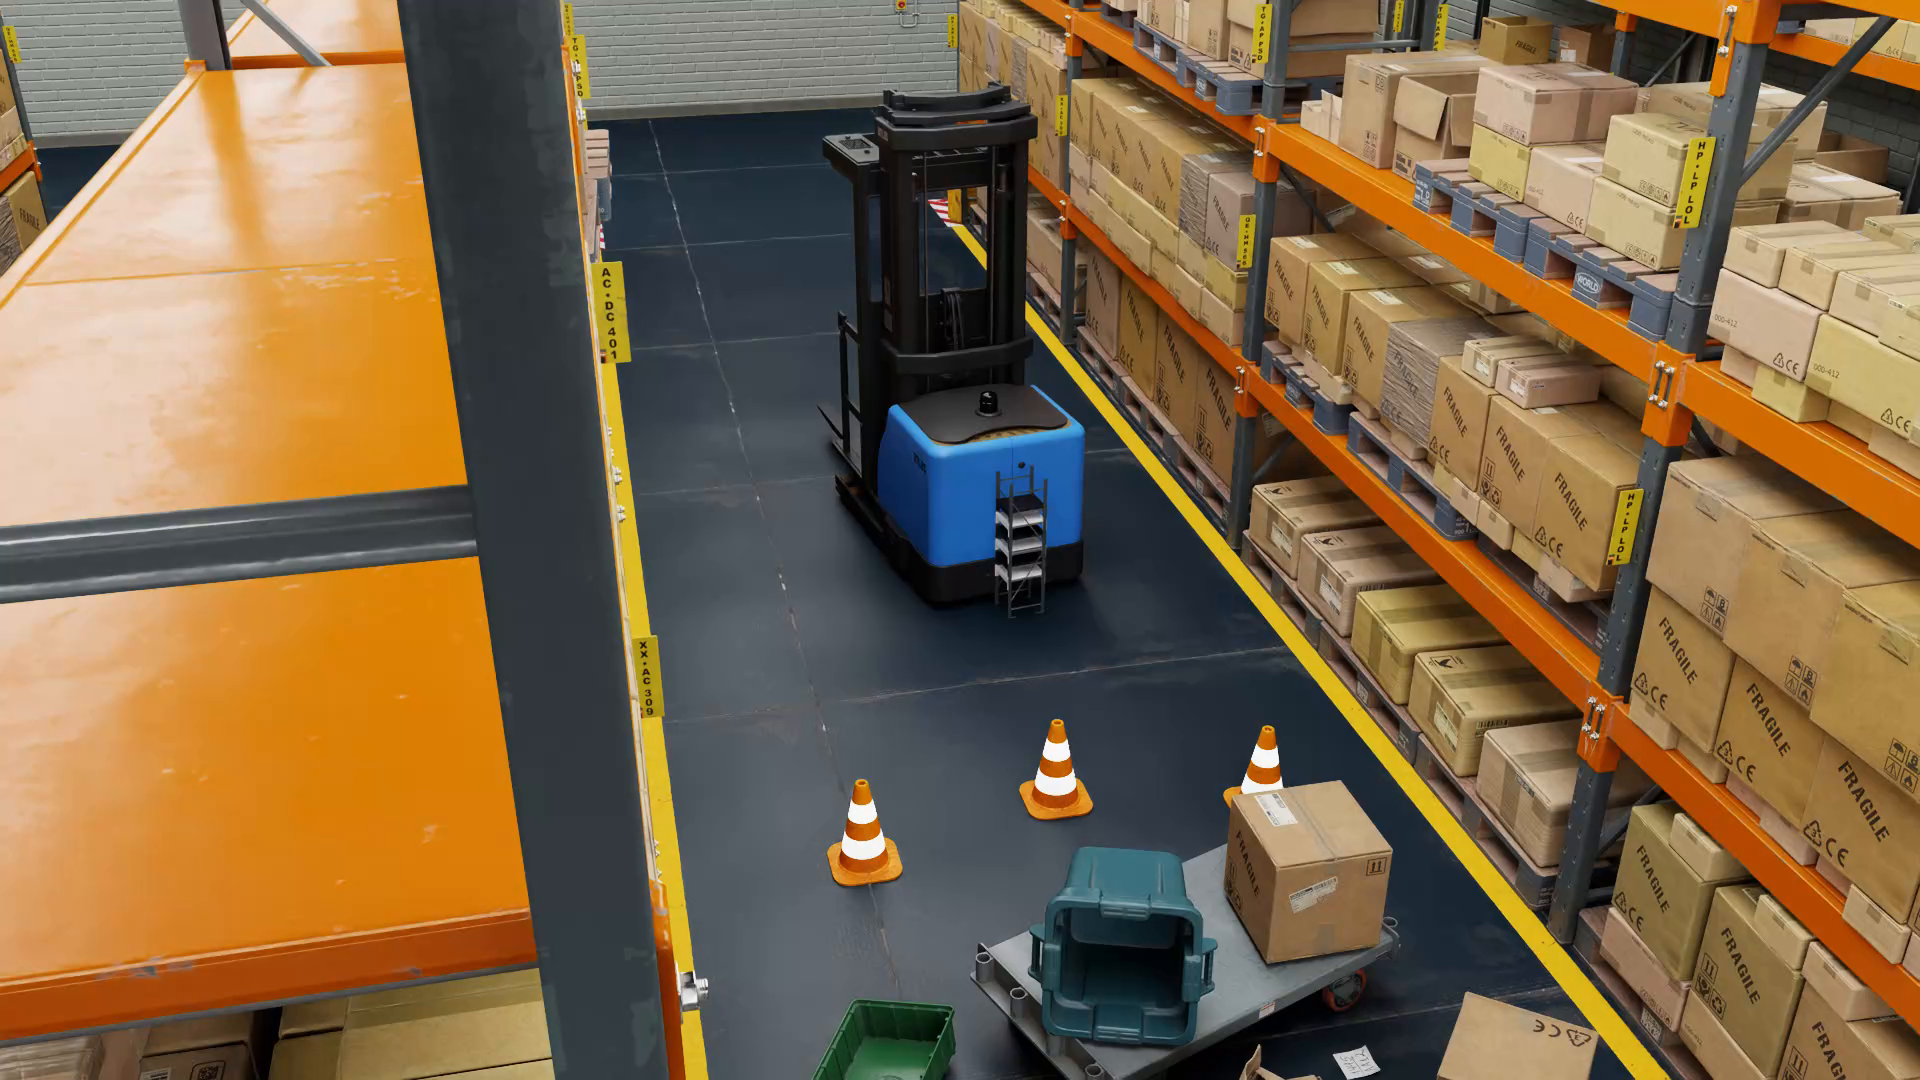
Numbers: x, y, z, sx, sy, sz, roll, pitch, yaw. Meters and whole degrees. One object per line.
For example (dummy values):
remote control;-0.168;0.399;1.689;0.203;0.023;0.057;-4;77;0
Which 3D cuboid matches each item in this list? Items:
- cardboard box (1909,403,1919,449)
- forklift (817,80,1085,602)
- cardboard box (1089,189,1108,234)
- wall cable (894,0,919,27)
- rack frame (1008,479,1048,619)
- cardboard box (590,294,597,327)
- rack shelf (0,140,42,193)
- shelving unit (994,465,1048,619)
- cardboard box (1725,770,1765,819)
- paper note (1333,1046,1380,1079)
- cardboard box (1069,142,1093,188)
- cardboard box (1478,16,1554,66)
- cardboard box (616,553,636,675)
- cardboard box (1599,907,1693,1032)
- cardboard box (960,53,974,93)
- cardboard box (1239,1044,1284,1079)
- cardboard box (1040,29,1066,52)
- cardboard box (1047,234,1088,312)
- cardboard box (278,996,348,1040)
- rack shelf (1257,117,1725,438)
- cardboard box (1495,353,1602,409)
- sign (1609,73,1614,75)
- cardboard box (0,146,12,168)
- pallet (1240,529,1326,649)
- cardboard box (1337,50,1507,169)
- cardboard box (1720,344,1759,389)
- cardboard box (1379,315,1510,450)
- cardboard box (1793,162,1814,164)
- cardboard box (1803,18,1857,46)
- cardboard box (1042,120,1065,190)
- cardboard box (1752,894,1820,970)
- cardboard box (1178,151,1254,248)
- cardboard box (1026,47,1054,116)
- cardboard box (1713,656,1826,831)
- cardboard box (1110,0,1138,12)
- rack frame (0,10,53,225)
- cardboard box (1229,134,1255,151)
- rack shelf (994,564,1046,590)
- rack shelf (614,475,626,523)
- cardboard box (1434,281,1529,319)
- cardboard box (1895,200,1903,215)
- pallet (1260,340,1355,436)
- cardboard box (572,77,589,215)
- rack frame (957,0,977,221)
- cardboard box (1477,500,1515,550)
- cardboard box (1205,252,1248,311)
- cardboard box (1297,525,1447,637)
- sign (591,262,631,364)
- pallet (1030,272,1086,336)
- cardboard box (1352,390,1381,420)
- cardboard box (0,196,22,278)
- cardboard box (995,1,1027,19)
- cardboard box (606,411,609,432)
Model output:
cardboard box;3.229;-0.327;4.923;0.500;0.250;0.500;-6;27;-11
forklift;-0.227;-1.573;10.961;1.130;2.935;3.031;-10;28;-19
cardboard box;1.329;-2.588;13.061;0.500;0.250;0.500;-7;28;-13
wall cable;-0.826;-7.799;22.056;0.585;1.953;0.123;-6;27;-12
rack frame;0.404;0.060;9.979;0.240;0.900;0.006;-10;28;-19
cardboard box;-1.123;-0.509;4.263;0.380;0.149;0.250;-6;27;-12
rack shelf;-8.737;-2.653;13.821;1.077;0.370;4.000;-6;27;-12
shelving unit;0.367;0.017;10.064;0.258;0.900;0.210;-10;28;-19
cardboard box;3.127;0.912;6.239;0.380;0.149;0.250;-6;27;-12
paper note;1.629;2.141;6.820;0.148;0.019;0.142;-6;27;-12
cardboard box;1.193;-3.036;13.395;0.500;0.250;0.500;-7;28;-13
cardboard box;5.480;-4.879;16.439;0.500;0.500;0.500;-5;27;-10
cardboard box;-0.778;0.161;2.936;0.380;0.149;0.250;-6;27;-12
cardboard box;3.041;1.736;6.913;0.500;0.250;0.500;-7;28;-14
cardboard box;0.296;-4.663;16.895;0.500;0.500;0.500;-6;27;-12
cardboard box;1.264;2.206;6.431;0.396;0.266;0.258;19;32;32
cardboard box;0.914;-4.332;14.410;0.380;0.149;0.250;-6;27;-12
cardboard box;1.332;-2.432;14.964;0.875;0.438;0.875;-6;27;-12
cardboard box;-0.701;0.615;2.479;0.500;0.250;0.500;-6;27;-12
rack shelf;2.721;-1.486;8.181;1.077;0.370;4.000;-6;27;-12
cardboard box;2.679;-0.725;7.578;0.380;0.149;0.250;-7;28;-13
sign;5.677;-3.936;14.604;0.100;0.325;0.005;-6;27;-12
cardboard box;-8.671;-3.392;14.766;0.380;0.149;0.250;-6;27;-11
pallet;2.445;0.242;10.383;1.003;0.211;1.213;-6;27;-12
cardboard box;2.474;-2.313;8.909;0.700;0.500;0.500;-6;27;-12
cardboard box;3.001;-0.653;6.012;0.380;0.149;0.250;-6;27;-12
cardboard box;2.502;-0.809;8.463;0.500;0.500;0.500;-7;28;-14
cardboard box;3.315;-1.569;7.248;0.500;0.250;0.500;-6;27;-12
cardboard box;6.526;-3.765;12.064;0.500;0.250;0.500;-6;27;-12
cardboard box;1.015;-3.324;14.243;0.500;0.500;0.500;-6;27;-11
cardboard box;3.129;1.399;6.030;0.380;0.149;0.250;-5;27;-10
cardboard box;1.775;-2.262;11.028;0.500;0.500;0.500;-5;27;-11
cardboard box;0.887;-3.996;14.463;0.500;0.500;0.500;-6;27;-12
cardboard box;3.135;0.672;5.995;0.500;0.500;0.500;-6;27;-12
cardboard box;1.313;-3.933;12.024;0.380;0.166;0.250;-8;28;-15
rack frame;-9.188;-3.852;15.399;1.000;3.000;0.127;-6;27;-12
cardboard box;2.174;-2.524;11.547;0.500;0.500;0.500;-5;27;-10
rack shelf;0.367;0.207;10.160;0.258;0.077;0.200;-10;28;-19
rack shelf;-1.178;0.817;3.618;1.077;0.370;4.000;-6;27;-12
cardboard box;2.885;-1.092;9.024;0.500;0.500;0.500;-8;28;-15
cardboard box;6.552;-2.402;12.228;0.500;0.250;0.500;-7;28;-14
pallet;2.534;-0.958;9.879;1.213;0.211;1.003;-6;27;-12
cardboard box;-1.865;-1.680;7.079;0.500;0.500;0.500;-6;27;-12
rack frame;0.467;-4.858;17.392;1.000;3.000;0.127;-6;27;-12
cardboard box;2.651;-0.090;7.759;0.380;0.149;0.250;-6;27;-12
cardboard box;1.913;-1.689;10.726;0.500;0.250;0.500;-6;27;-12
cardboard box;2.562;0.212;9.798;0.950;0.372;0.625;-6;27;-13
sign;-1.088;-0.705;5.174;0.100;0.325;0.005;-6;27;-12
pallet;1.273;-2.199;15.219;1.003;0.211;1.213;-6;27;-12
cardboard box;2.382;-0.787;9.139;0.380;0.149;0.250;-4;27;-9
cardboard box;-8.761;-2.418;14.451;0.875;0.875;0.875;-6;27;-12
cardboard box;0.540;-4.997;15.728;0.380;0.149;0.250;-6;27;-11
cardboard box;-1.178;-0.264;4.663;0.380;0.149;0.250;-6;27;-11
